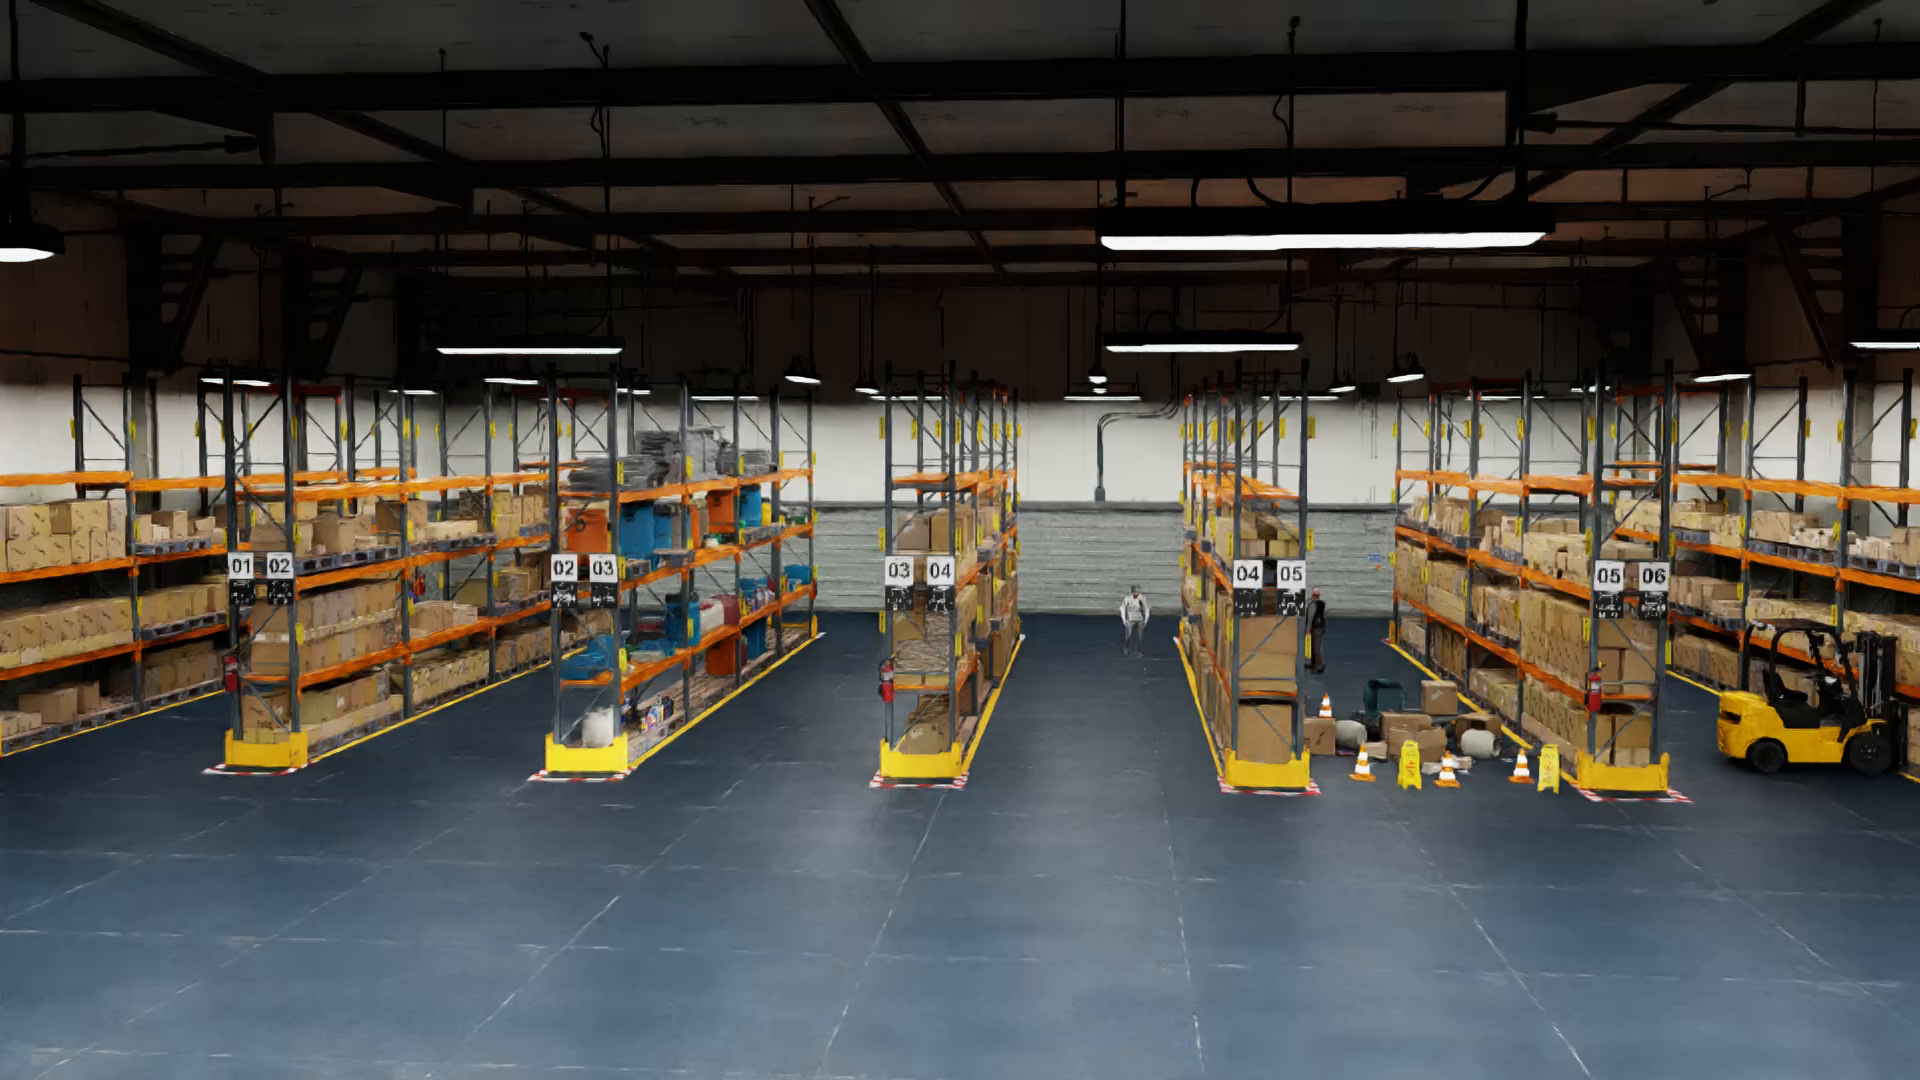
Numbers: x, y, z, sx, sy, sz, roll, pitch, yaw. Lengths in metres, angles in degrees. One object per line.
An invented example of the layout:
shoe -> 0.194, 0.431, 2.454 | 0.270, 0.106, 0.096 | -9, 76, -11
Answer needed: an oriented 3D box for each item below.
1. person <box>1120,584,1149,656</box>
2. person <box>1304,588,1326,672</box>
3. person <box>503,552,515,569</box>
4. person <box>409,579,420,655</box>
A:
person -> 3.868, 1.774, 36.824 | 0.639, 1.632, 0.512 | 0, 4, 3
person -> 7.361, 1.862, 34.565 | 0.569, 1.707, 0.627 | 3, 5, 35
person -> -12.005, 1.196, 44.556 | 0.611, 1.767, 0.630 | -2, 4, -30
person -> -12.324, 1.744, 37.357 | 0.359, 1.724, 0.527 | -2, 4, -24
